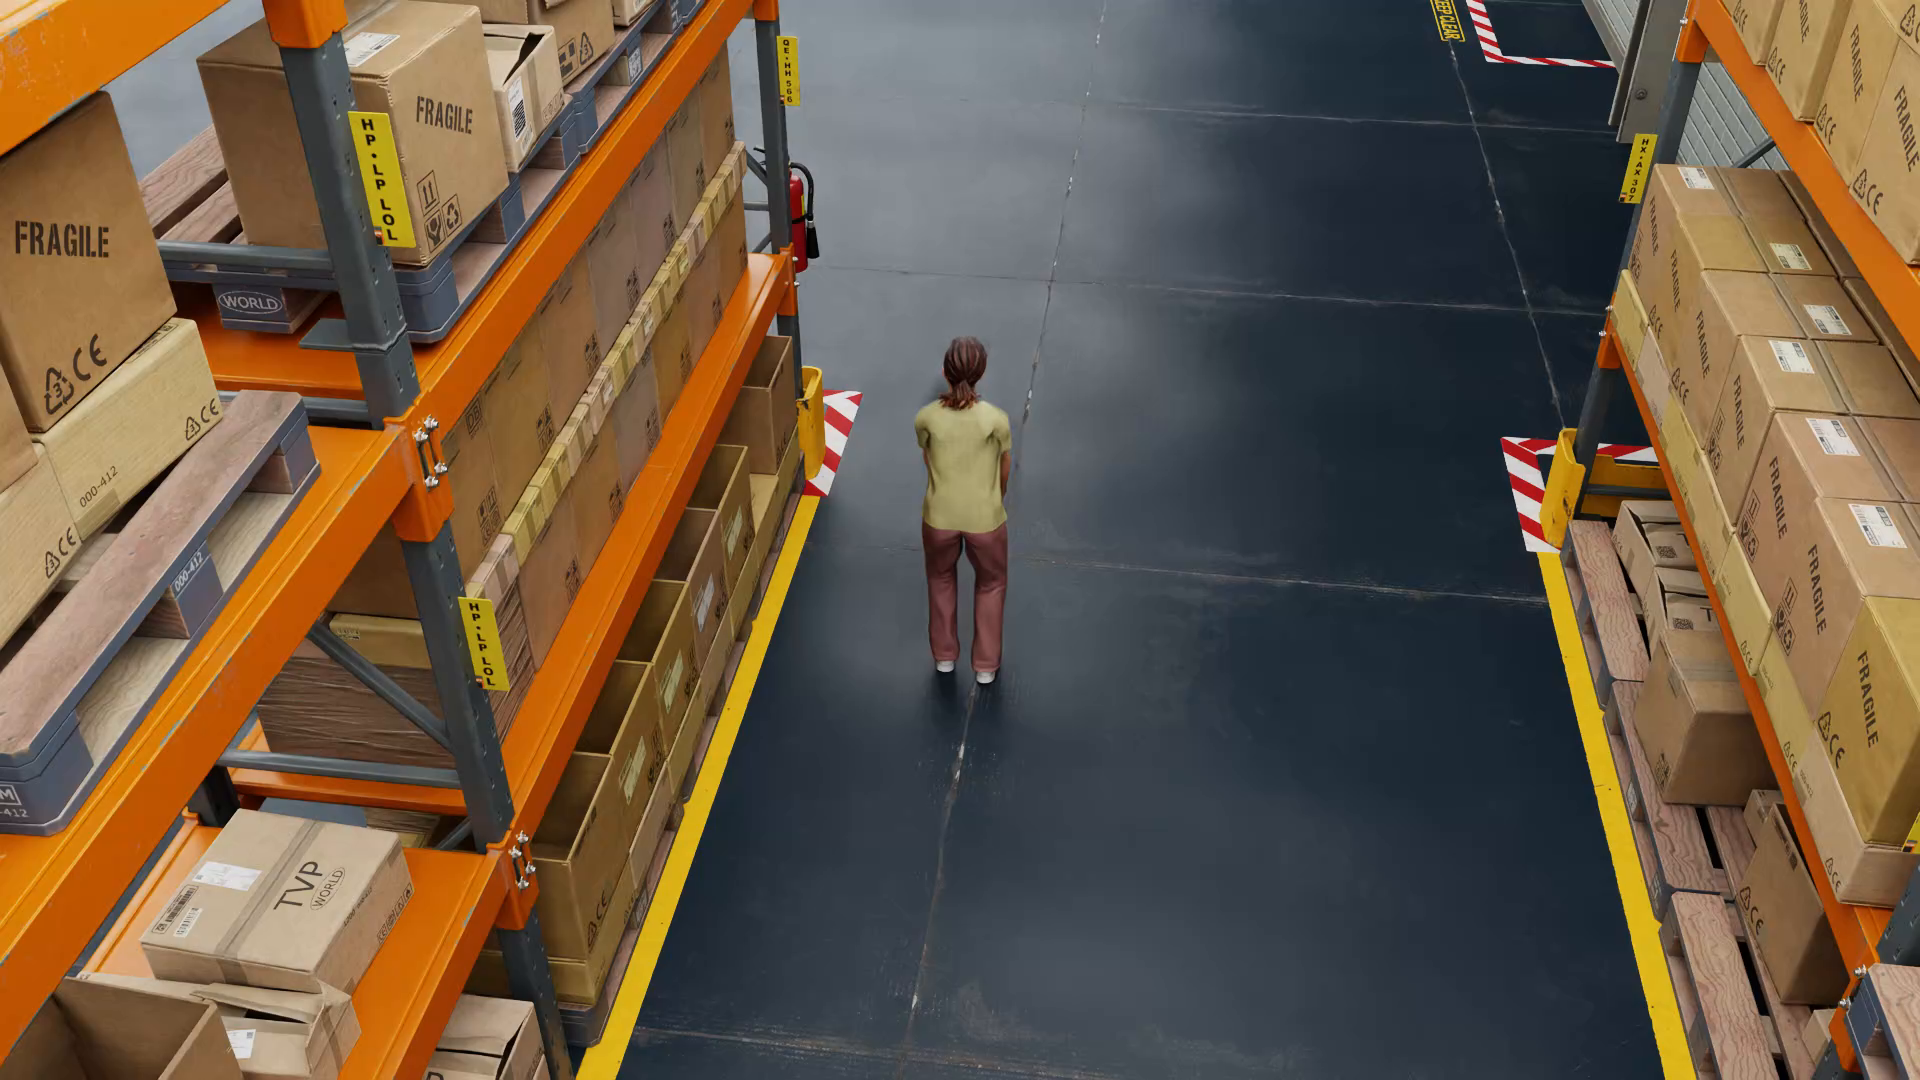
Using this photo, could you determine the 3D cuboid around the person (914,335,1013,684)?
[{"bbox_3d":[0.018,-0.140,7.254,0.409,1.654,0.521,4,36,5],"label":"person"}]
